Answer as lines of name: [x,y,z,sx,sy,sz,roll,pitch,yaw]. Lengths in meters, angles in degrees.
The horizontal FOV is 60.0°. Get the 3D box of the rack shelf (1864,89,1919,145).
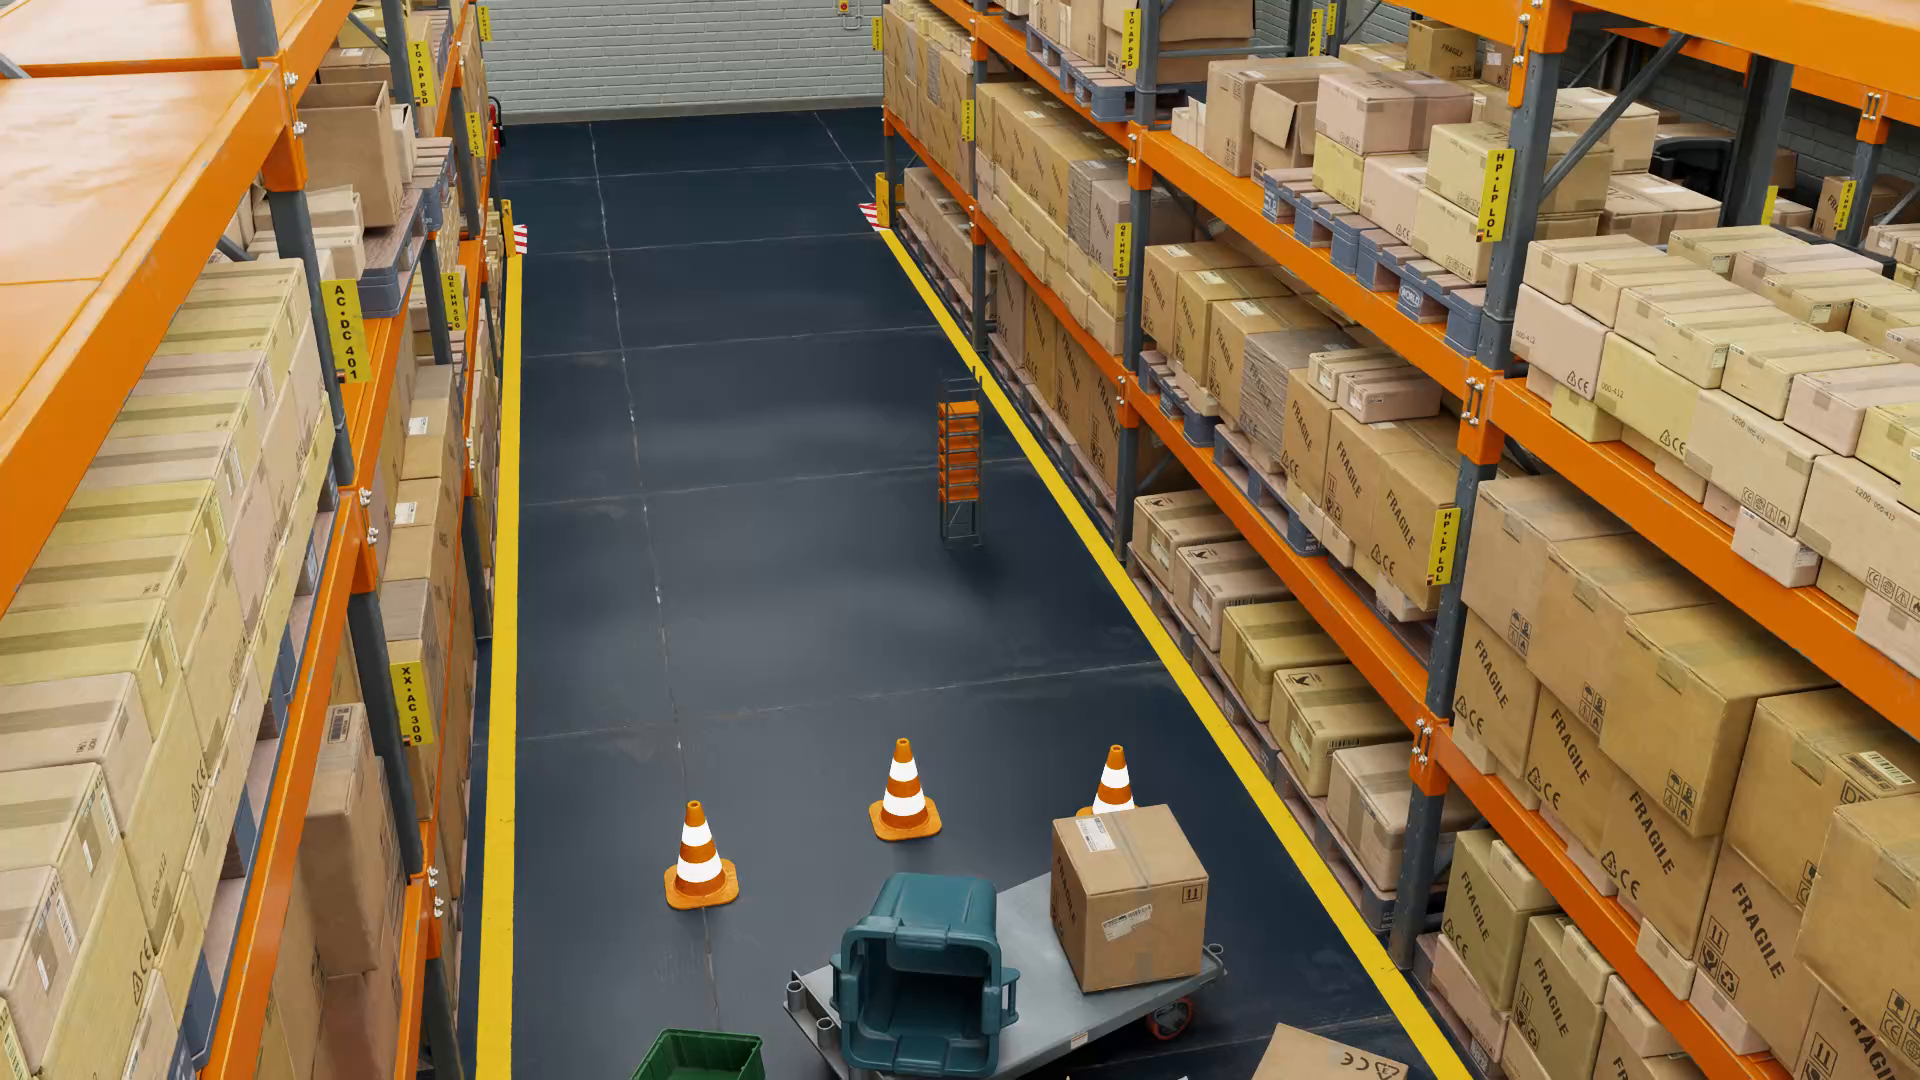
rack shelf: [6.792,-1.915,9.030,1.077,0.370,4.000,-6,27,-12]

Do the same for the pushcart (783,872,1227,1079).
pushcart: [0.198,1.911,6.892,1.648,0.377,0.936,-16,31,-29]

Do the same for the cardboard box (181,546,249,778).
cardboard box: [-1.691,0.250,3.202,0.500,0.250,0.500,-6,27,-12]

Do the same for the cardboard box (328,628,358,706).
cardboard box: [-2.342,0.650,5.114,0.875,0.550,0.550,-6,27,-12]

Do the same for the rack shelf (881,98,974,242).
rack shelf: [0.154,-3.582,15.663,1.077,0.370,4.000,-6,27,-12]

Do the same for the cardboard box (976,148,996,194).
cardboard box: [0.430,-2.960,13.243,0.500,0.250,0.500,-7,28,-13]

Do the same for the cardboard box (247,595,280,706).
cardboard box: [-1.710,0.261,3.623,0.380,0.149,0.250,-6,27,-12]

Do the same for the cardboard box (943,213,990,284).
cardboard box: [0.366,-2.748,15.590,0.875,0.438,0.875,-7,28,-13]

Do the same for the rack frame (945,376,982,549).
rack frame: [0.024,-0.489,10.734,0.240,1.200,0.006,-6,27,-12]

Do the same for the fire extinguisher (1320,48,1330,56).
fire extinguisher: [4.055,-5.103,18.378,0.296,0.674,0.183,-6,27,-12]

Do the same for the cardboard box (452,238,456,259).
cardboard box: [-3.743,-2.065,11.673,0.380,0.149,0.250,-7,28,-14]

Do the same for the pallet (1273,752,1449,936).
pallet: [2.231,1.390,8.108,1.003,0.211,1.213,-6,27,-12]

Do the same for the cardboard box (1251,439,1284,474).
cardboard box: [1.716,-0.468,8.508,0.380,0.149,0.250,-5,27,-10]

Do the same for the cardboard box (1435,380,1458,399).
cardboard box: [2.370,-0.551,7.952,0.500,0.500,0.500,-6,27,-12]

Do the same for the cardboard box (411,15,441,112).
cardboard box: [-3.400,-2.821,9.917,0.500,0.500,0.500,-6,27,-12]

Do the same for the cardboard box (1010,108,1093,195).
cardboard box: [0.676,-2.853,12.199,0.500,0.500,0.500,-7,28,-13]

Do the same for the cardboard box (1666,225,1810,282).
cardboard box: [2.692,-0.979,5.772,0.380,0.149,0.250,-5,27,-11]

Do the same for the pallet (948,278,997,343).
pallet: [0.510,-2.122,15.066,1.003,0.211,1.213,-6,27,-12]

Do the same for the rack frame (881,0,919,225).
rack frame: [-0.296,-4.781,17.240,1.000,3.000,0.127,-6,27,-12]

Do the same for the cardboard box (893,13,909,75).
cardboard box: [-0.342,-4.806,16.069,0.500,0.500,0.500,-7,28,-13]

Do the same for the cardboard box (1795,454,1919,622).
cardboard box: [2.582,-0.029,4.332,0.500,0.250,0.500,-6,27,-11]

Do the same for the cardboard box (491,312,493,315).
cardboard box: [-4.130,-1.806,14.044,0.380,0.149,0.250,-6,27,-12]

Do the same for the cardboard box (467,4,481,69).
cardboard box: [-4.751,-4.682,15.493,0.500,0.500,0.500,-7,28,-13]

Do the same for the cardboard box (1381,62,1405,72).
cardboard box: [4.610,-4.683,16.881,0.500,0.250,0.500,-6,27,-13]

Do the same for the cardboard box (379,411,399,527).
cardboard box: [-2.853,-0.344,7.228,0.700,0.500,0.500,-6,27,-12]

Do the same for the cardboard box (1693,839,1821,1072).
cardboard box: [2.605,1.190,4.968,0.500,0.500,0.500,-6,27,-11]

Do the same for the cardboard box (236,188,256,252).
cardboard box: [-3.001,-1.245,6.426,0.500,0.311,0.500,-7,28,-13]

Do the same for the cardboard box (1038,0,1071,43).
cardboard box: [0.827,-3.585,10.963,0.500,0.500,0.500,-6,27,-11]

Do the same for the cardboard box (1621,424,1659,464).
cardboard box: [2.407,-0.360,5.431,0.380,0.149,0.250,-6,27,-12]

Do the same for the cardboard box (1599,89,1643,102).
cardboard box: [5.331,-3.528,14.180,0.700,0.500,0.500,-5,27,-10]

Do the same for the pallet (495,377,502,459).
pallet: [-4.018,-0.892,12.629,1.003,0.211,1.213,-6,27,-12]

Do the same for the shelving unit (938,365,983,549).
shelving unit: [0.003,-0.529,10.814,0.258,1.200,0.189,-6,27,-12]

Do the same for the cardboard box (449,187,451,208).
cardboard box: [-3.796,-2.431,11.737,0.380,0.149,0.250,-7,28,-13]

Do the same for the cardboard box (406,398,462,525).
cardboard box: [-2.819,-0.377,8.404,0.500,0.500,0.500,-6,27,-12]

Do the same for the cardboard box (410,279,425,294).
cardboard box: [-3.272,-1.403,9.700,0.380,0.149,0.250,-7,28,-13]

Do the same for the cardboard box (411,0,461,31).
cardboard box: [-4.042,-3.980,12.491,0.500,0.250,0.500,-5,27,-9]

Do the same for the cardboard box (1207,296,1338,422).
cardboard box: [1.633,-0.952,8.747,0.500,0.500,0.500,-5,27,-11]

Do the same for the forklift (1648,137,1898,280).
forklift: [4.031,-0.549,8.932,1.130,2.935,3.031,-14,30,-25]

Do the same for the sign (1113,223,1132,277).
sign: [0.967,-1.728,9.906,0.100,0.325,0.005,-6,27,-12]

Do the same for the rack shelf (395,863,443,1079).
rack shelf: [-1.941,2.233,4.142,1.077,0.370,4.000,-6,27,-12]

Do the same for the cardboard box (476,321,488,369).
cardboard box: [-3.678,-1.356,11.930,0.500,0.250,0.500,-5,27,-9]

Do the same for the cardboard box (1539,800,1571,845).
cardboard box: [2.364,0.989,6.087,0.380,0.149,0.250,-6,27,-12]

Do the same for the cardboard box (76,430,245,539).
cardboard box: [-1.715,-0.099,3.451,0.380,0.149,0.250,-6,27,-12]

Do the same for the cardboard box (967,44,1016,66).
cardboard box: [0.272,-4.035,13.822,0.380,0.149,0.250,-5,27,-10]

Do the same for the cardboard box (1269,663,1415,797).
cardboard box: [2.122,0.927,8.381,0.950,0.372,0.625,-4,27,-8]

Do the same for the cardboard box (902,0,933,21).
cardboard box: [-0.334,-5.030,15.794,0.380,0.149,0.250,-7,28,-13]

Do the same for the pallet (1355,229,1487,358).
pallet: [2.373,-1.050,6.728,1.213,0.211,1.003,-6,27,-12]

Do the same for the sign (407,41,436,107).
sign: [-2.751,-2.380,8.492,0.100,0.325,0.005,-6,27,-12]

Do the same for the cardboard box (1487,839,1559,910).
cardboard box: [2.248,1.250,6.324,0.380,0.149,0.250,-6,27,-11]

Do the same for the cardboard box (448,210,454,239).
cardboard box: [-3.733,-2.187,11.584,0.380,0.149,0.250,-7,28,-13]

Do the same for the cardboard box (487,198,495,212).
cardboard box: [-4.730,-3.208,16.160,0.380,0.149,0.250,-6,27,-11]
